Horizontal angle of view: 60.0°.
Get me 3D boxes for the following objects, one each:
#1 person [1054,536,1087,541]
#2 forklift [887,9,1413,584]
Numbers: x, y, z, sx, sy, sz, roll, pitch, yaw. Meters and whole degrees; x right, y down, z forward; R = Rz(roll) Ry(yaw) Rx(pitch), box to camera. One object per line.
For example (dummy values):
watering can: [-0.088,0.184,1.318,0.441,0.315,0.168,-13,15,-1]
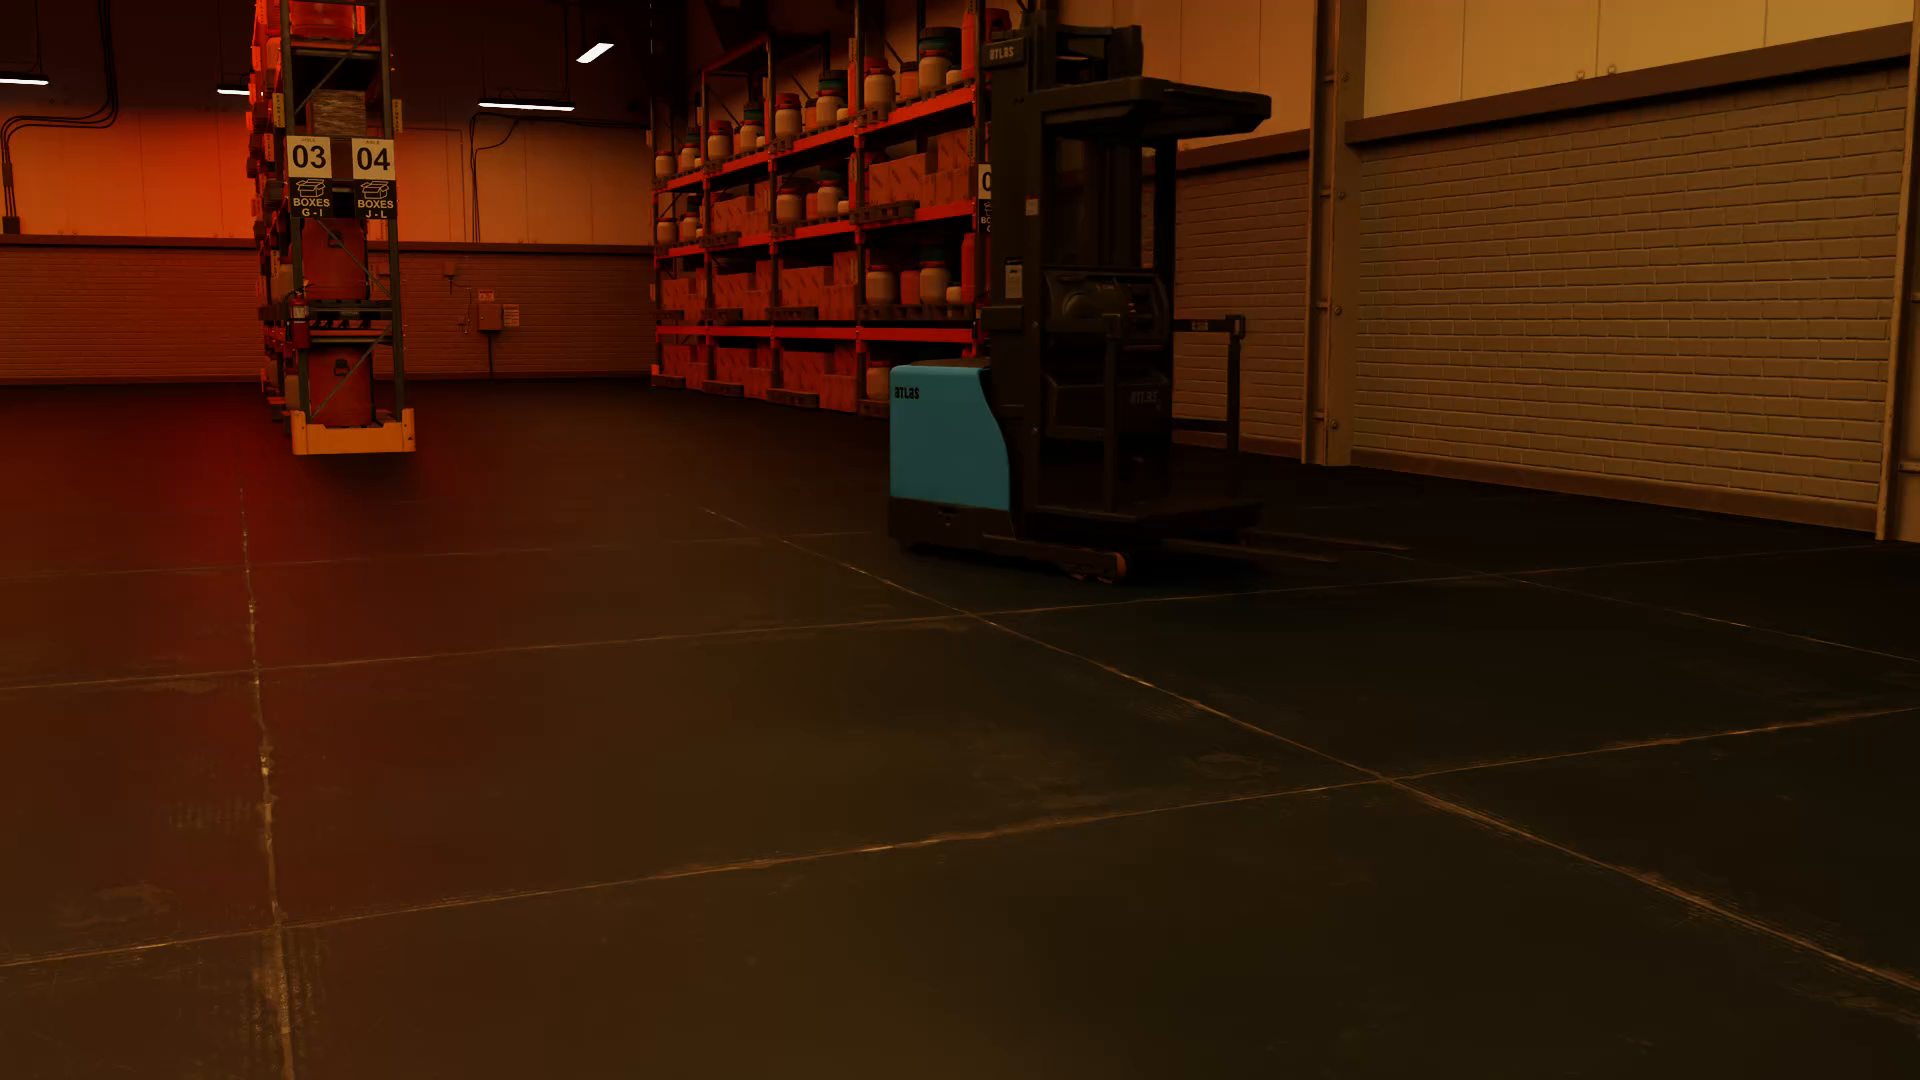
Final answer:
person: [0.684,-0.818,10.210,1.125,1.612,0.854,6,10,39]
forklift: [0.944,-1.304,8.834,1.130,2.935,3.031,-7,10,-42]
